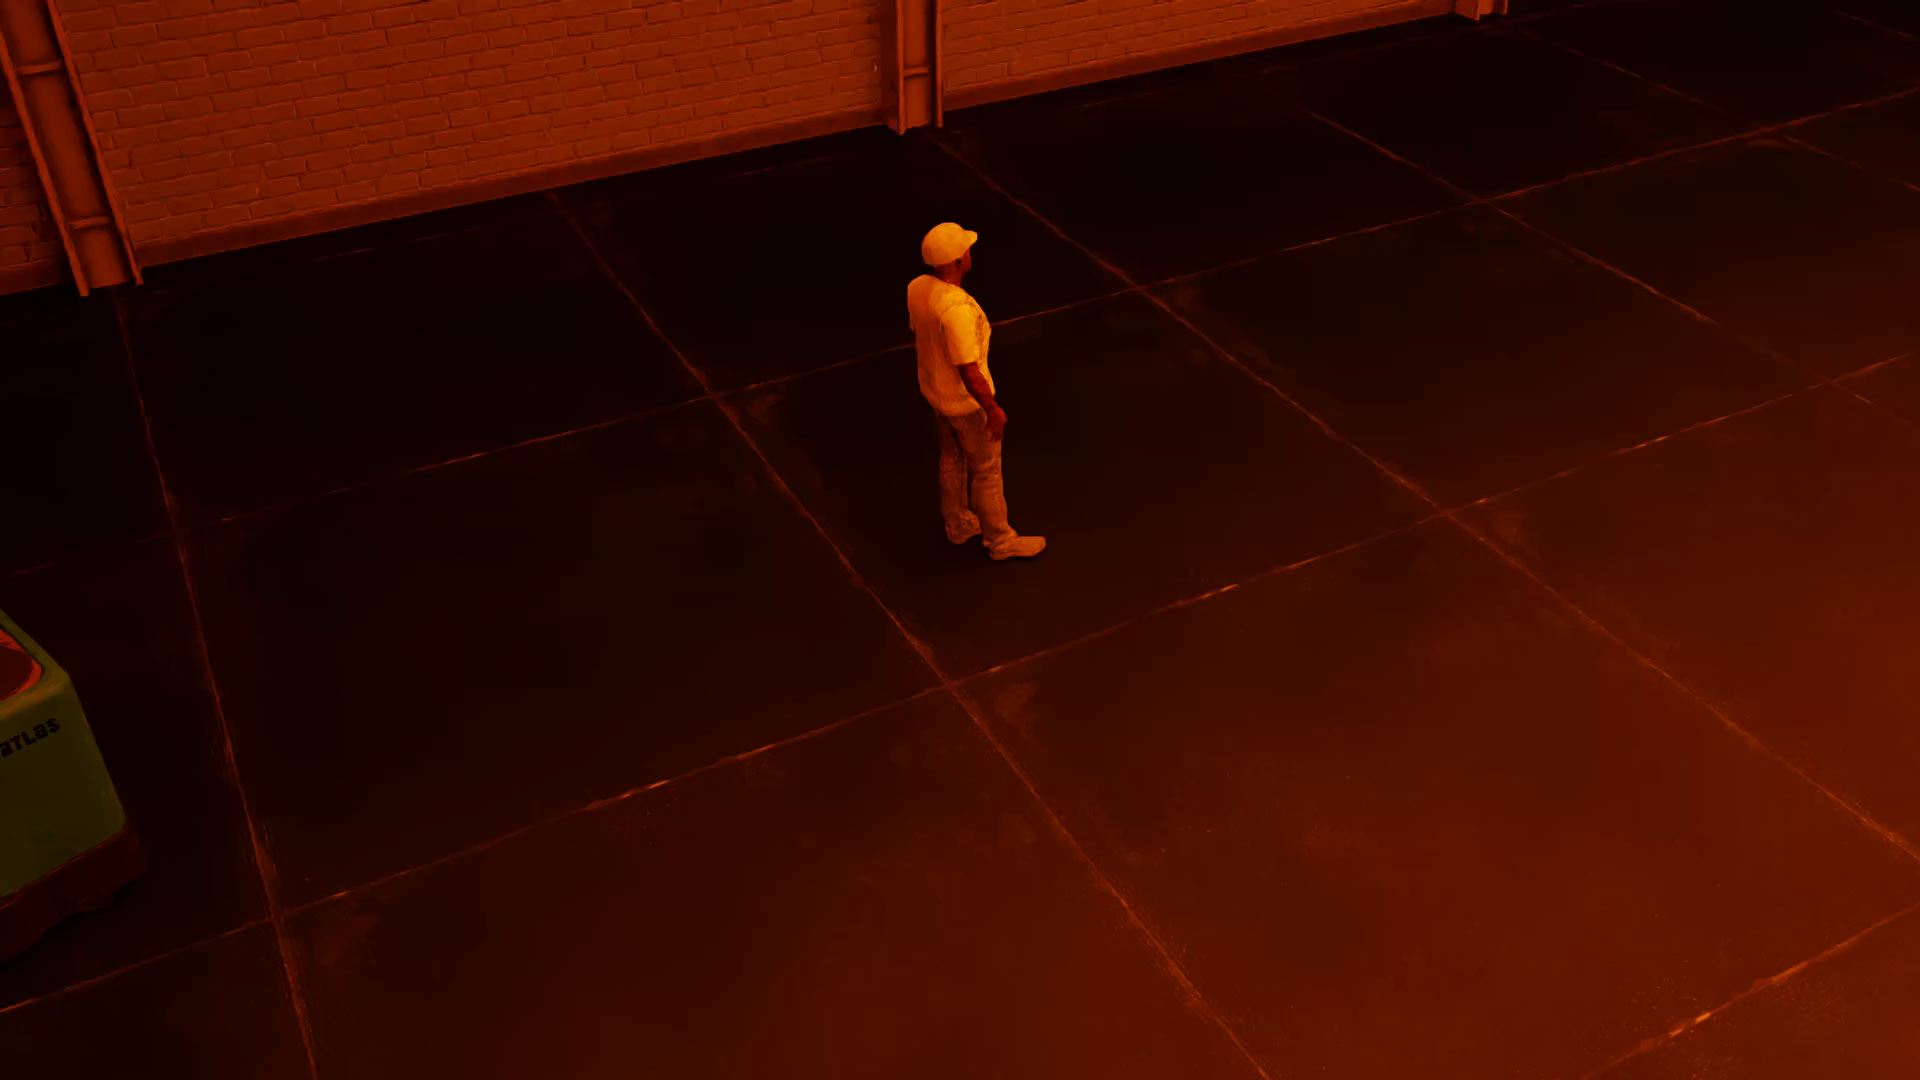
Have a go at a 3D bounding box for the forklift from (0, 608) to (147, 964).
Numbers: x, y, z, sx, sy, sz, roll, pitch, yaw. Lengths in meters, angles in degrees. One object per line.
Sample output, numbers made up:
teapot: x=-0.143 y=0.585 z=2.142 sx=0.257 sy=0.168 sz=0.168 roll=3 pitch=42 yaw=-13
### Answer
forklift: x=-4.628 y=0.623 z=5.242 sx=1.130 sy=2.935 sz=3.031 roll=27 pitch=44 yaw=33

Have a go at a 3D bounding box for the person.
person: x=0.064 y=-0.743 z=8.171 sx=0.576 sy=1.766 sz=0.665 roll=-17 pitch=39 yaw=-23
